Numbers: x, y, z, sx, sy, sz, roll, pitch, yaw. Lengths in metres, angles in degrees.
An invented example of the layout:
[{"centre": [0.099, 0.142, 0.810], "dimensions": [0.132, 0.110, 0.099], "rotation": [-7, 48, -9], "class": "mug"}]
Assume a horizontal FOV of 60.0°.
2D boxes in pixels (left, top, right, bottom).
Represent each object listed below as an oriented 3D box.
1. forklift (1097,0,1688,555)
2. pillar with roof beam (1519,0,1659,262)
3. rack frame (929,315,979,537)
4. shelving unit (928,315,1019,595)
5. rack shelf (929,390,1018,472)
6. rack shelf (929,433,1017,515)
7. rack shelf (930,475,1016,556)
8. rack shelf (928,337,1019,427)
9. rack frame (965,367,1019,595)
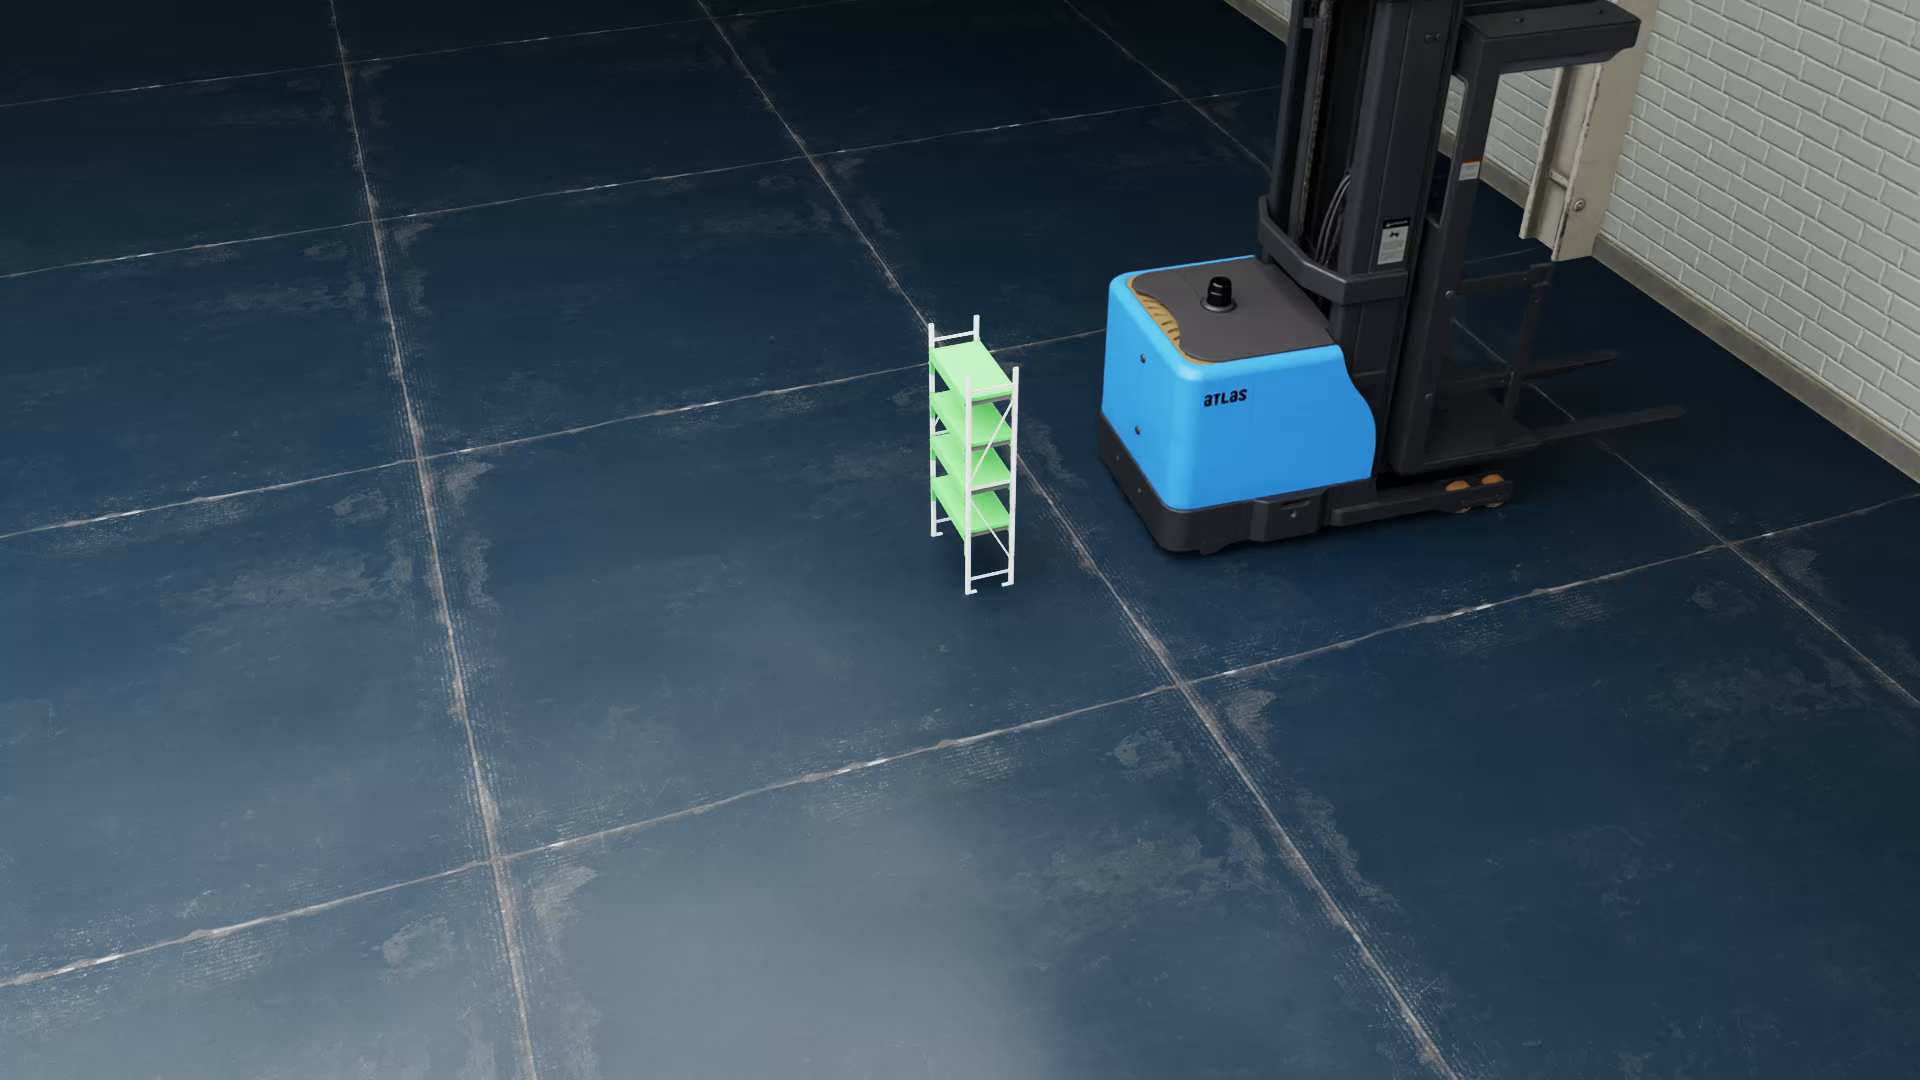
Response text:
[{"centre": [2.298, -1.599, 7.937], "dimensions": [3.031, 2.935, 1.130], "rotation": [-10, 38, -13], "class": "forklift"}, {"centre": [-0.171, -4.618, 6.902], "dimensions": [9.100, 9.000, 0.400], "rotation": [-12, 39, -16], "class": "pillar with roof beam"}, {"centre": [-0.027, -0.524, 7.948], "dimensions": [0.240, 1.200, 0.015], "rotation": [-12, 39, -16], "class": "rack frame"}, {"centre": [0.057, -0.386, 7.765], "dimensions": [0.258, 1.200, 0.503], "rotation": [-12, 39, -16], "class": "shelving unit"}, {"centre": [0.057, -0.526, 7.659], "dimensions": [0.258, 0.148, 0.480], "rotation": [-12, 39, -16], "class": "rack shelf"}, {"centre": [0.057, -0.335, 7.803], "dimensions": [0.258, 0.148, 0.480], "rotation": [-12, 39, -16], "class": "rack shelf"}, {"centre": [0.057, -0.143, 7.948], "dimensions": [0.258, 0.148, 0.480], "rotation": [-12, 39, -16], "class": "rack shelf"}, {"centre": [0.057, -0.718, 7.515], "dimensions": [0.258, 0.148, 0.480], "rotation": [-12, 39, -16], "class": "rack shelf"}, {"centre": [0.141, -0.248, 7.582], "dimensions": [0.240, 1.200, 0.015], "rotation": [-12, 39, -16], "class": "rack frame"}]
